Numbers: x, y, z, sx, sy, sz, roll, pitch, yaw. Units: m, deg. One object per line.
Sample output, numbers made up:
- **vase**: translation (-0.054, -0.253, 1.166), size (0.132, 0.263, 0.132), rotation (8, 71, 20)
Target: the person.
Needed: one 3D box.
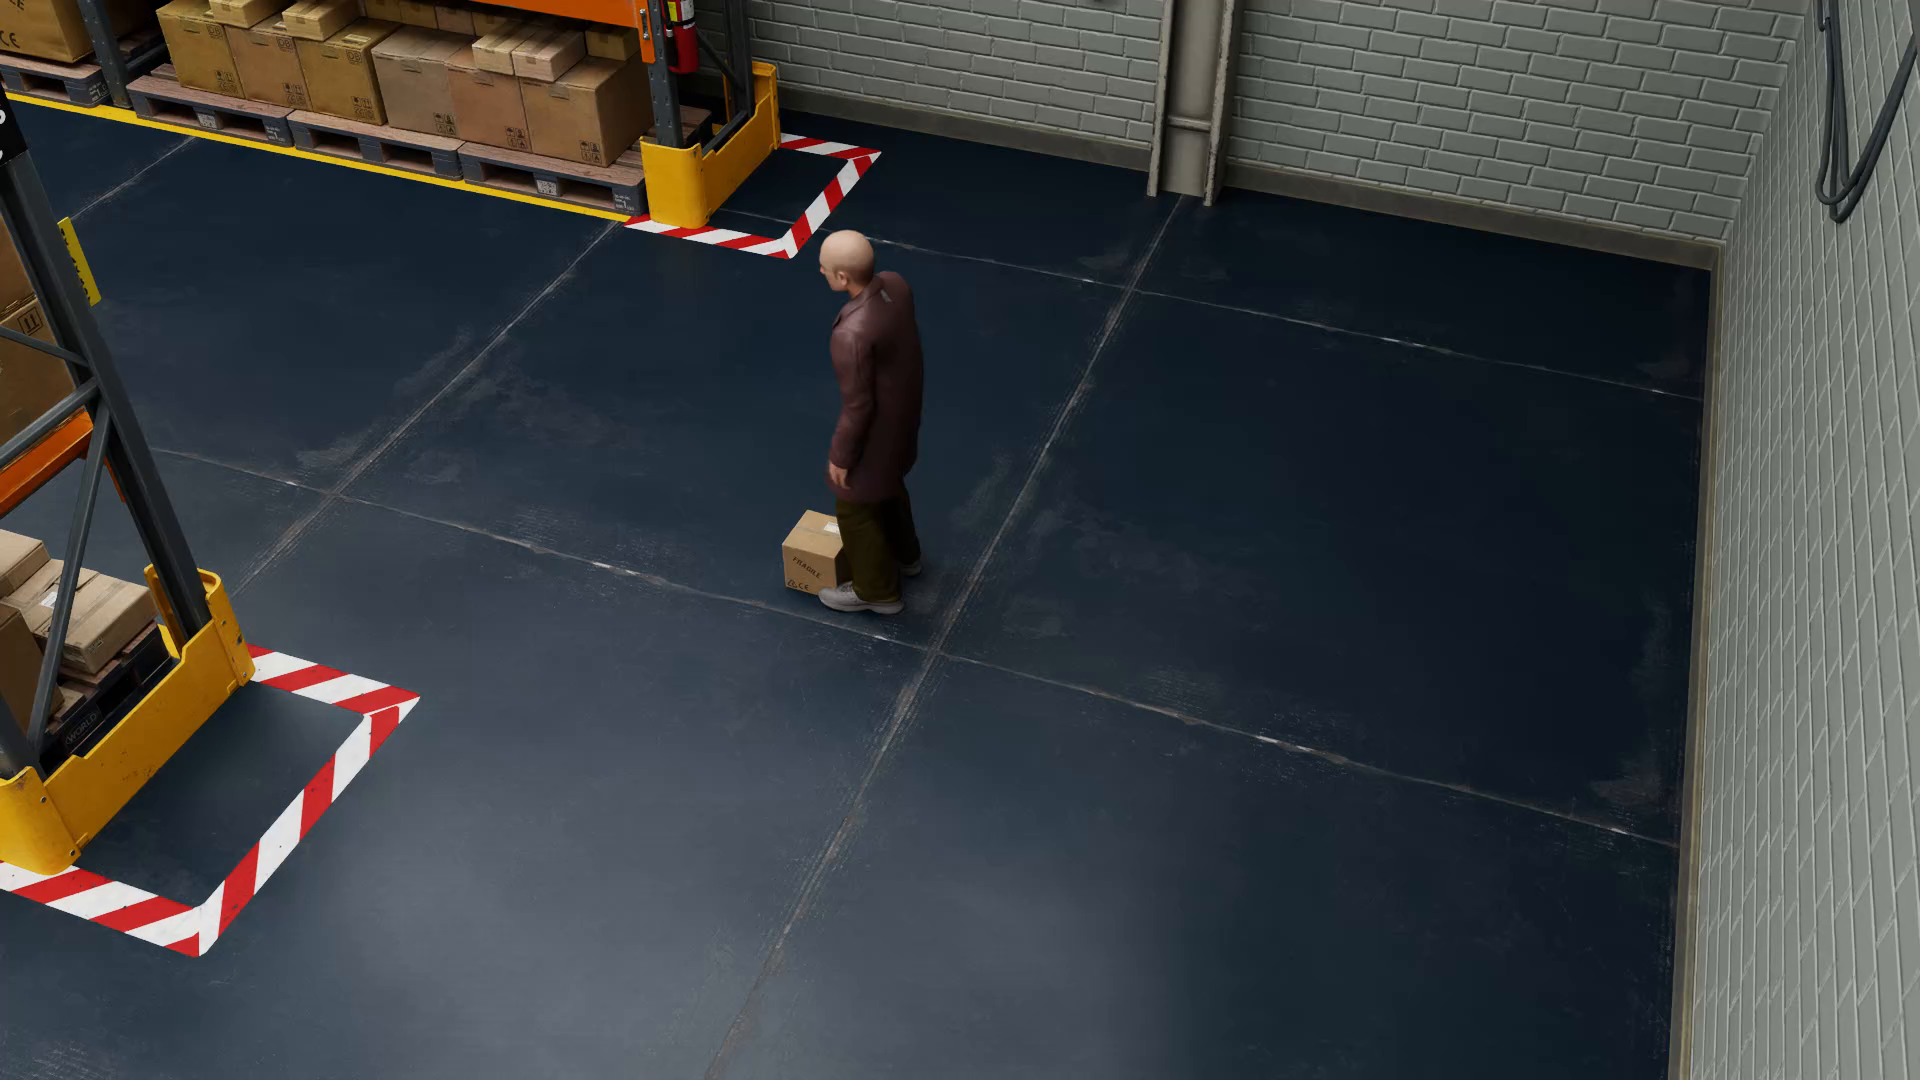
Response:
- **person**: translation (-0.363, -0.464, 6.705), size (0.427, 1.773, 0.640), rotation (13, 43, 15)
